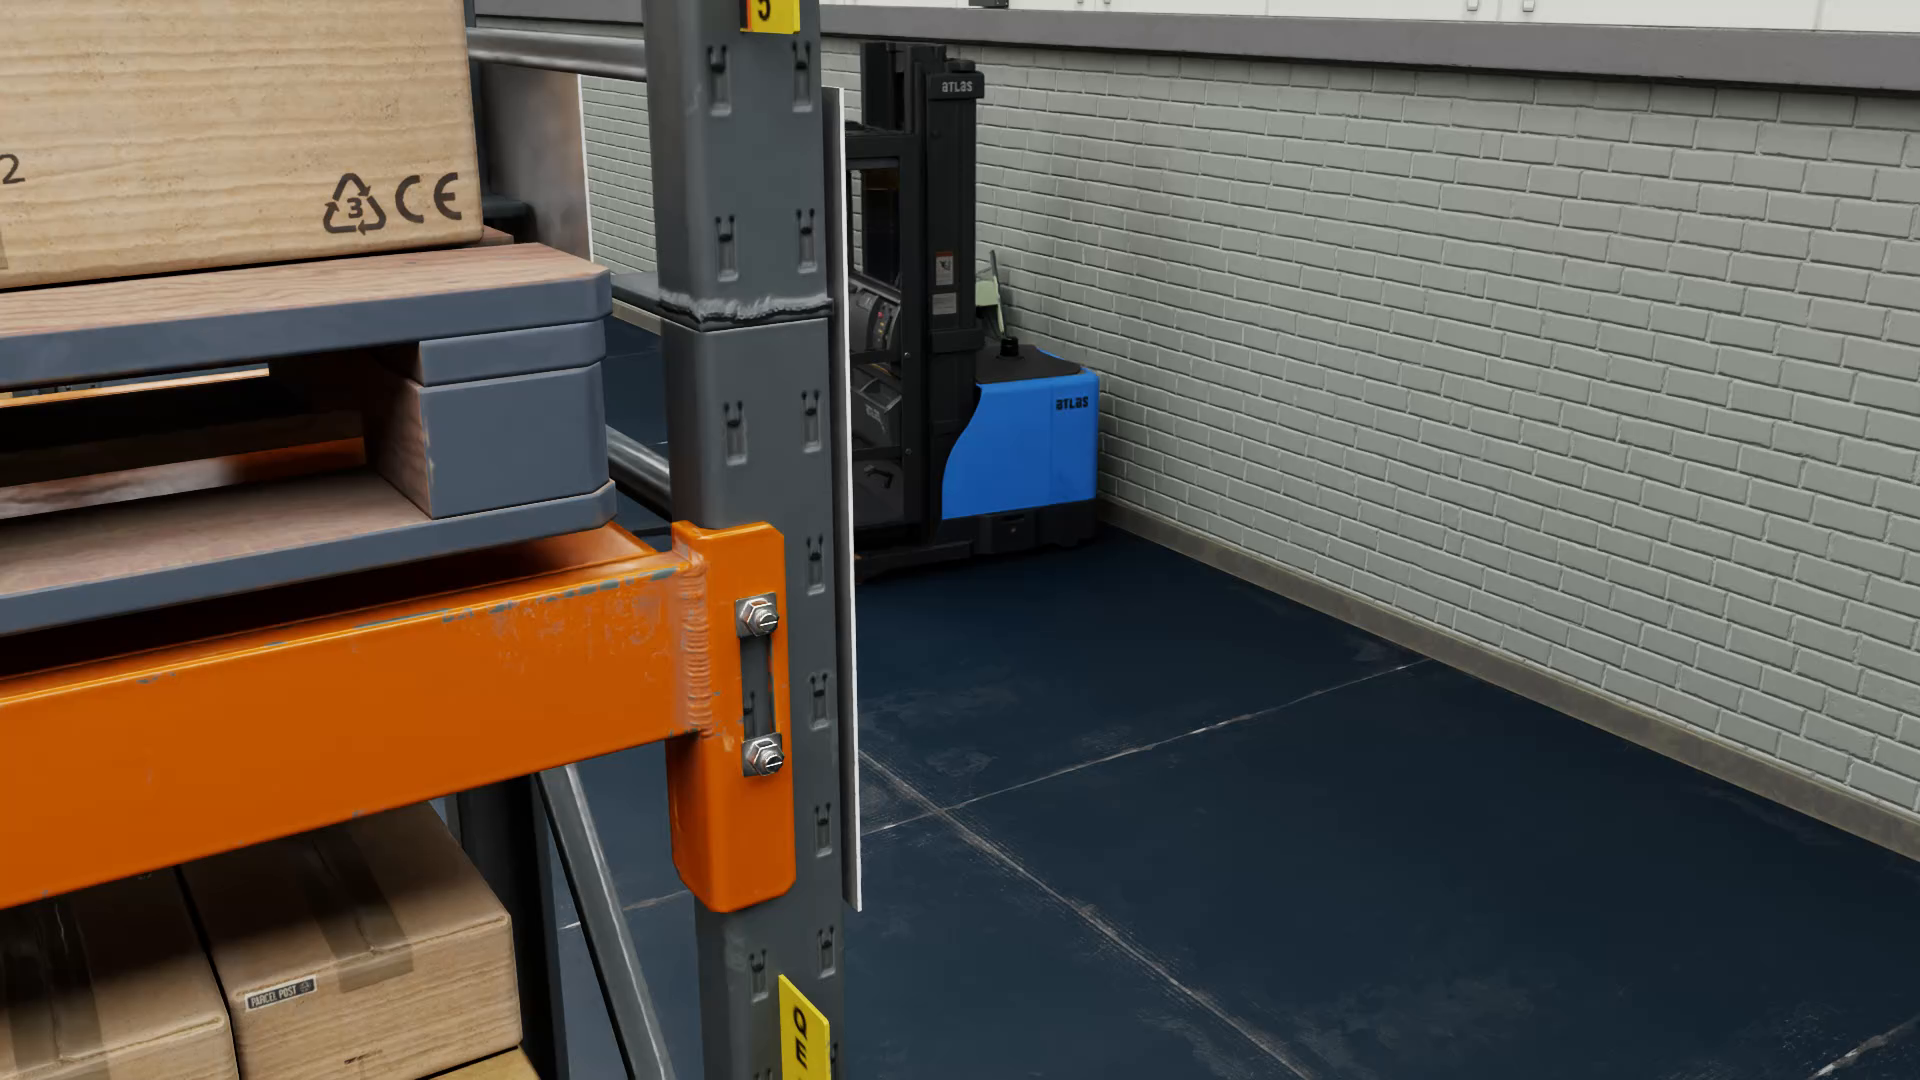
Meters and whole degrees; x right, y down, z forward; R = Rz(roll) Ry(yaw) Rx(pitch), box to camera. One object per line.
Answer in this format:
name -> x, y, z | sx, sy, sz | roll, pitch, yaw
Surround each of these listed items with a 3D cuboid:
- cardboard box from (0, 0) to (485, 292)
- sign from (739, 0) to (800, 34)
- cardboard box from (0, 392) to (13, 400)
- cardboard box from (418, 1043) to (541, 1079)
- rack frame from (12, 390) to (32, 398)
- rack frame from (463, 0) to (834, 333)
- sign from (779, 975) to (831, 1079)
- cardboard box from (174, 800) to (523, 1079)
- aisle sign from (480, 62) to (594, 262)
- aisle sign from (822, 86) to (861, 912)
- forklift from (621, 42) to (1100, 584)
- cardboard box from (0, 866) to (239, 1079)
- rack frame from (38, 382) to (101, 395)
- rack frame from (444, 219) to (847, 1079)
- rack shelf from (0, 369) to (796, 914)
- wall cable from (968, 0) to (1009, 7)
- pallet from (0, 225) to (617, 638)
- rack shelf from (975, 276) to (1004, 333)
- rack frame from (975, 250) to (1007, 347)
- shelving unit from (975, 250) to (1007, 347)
cardboard box -> -0.764, -0.390, 1.454 | 0.500, 0.250, 0.500 | -14, 23, -36
sign -> -0.151, -0.552, 1.253 | 0.005, 0.325, 0.100 | -12, 22, -31
cardboard box -> -3.490, -0.718, 5.504 | 0.500, 0.500, 0.500 | -12, 22, -32
cardboard box -> -0.710, 0.730, 1.683 | 0.500, 0.500, 0.500 | -11, 22, -30
rack frame -> -5.888, -1.548, 10.140 | 0.127, 3.000, 1.000 | -12, 22, -31
rack frame -> -0.438, -1.739, 1.338 | 0.127, 3.000, 1.000 | -12, 22, -31
sign -> -0.151, 0.590, 1.639 | 0.005, 0.325, 0.100 | -12, 22, -31
cardboard box -> -0.628, 0.391, 1.674 | 0.250, 0.149, 0.380 | -12, 22, -31
aisle sign -> -0.537, -0.219, 2.150 | 0.004, 0.787, 0.394 | -12, 22, -31
aisle sign -> -0.208, -0.058, 1.675 | 0.004, 0.787, 0.394 | -12, 22, -31
forklift -> -0.721, -1.302, 9.521 | 3.031, 2.935, 1.130 | -8, 20, -22
cardboard box -> -0.827, 0.442, 1.522 | 0.250, 0.149, 0.380 | -11, 22, -30
rack frame -> -3.245, -0.203, 6.163 | 0.127, 3.000, 1.000 | -12, 22, -31
rack frame -> -0.438, 1.103, 2.299 | 0.127, 3.000, 1.000 | -12, 22, -31
rack shelf -> -2.108, 0.375, 0.892 | 4.000, 0.370, 1.077 | -12, 22, -31
wall cable -> 0.730, -5.988, 8.883 | 0.120, 5.999, 2.277 | -12, 22, -31
pallet -> -1.052, -0.143, 1.438 | 1.213, 0.211, 1.003 | -12, 22, -31
rack shelf -> -0.139, -1.507, 11.075 | 0.720, 0.370, 0.431 | -9, 2, -23
rack frame -> 0.249, -1.174, 11.233 | 0.023, 1.500, 0.400 | -9, 2, -23
shelving unit -> -0.082, -1.121, 11.087 | 0.755, 1.500, 0.431 | -9, 2, -23
